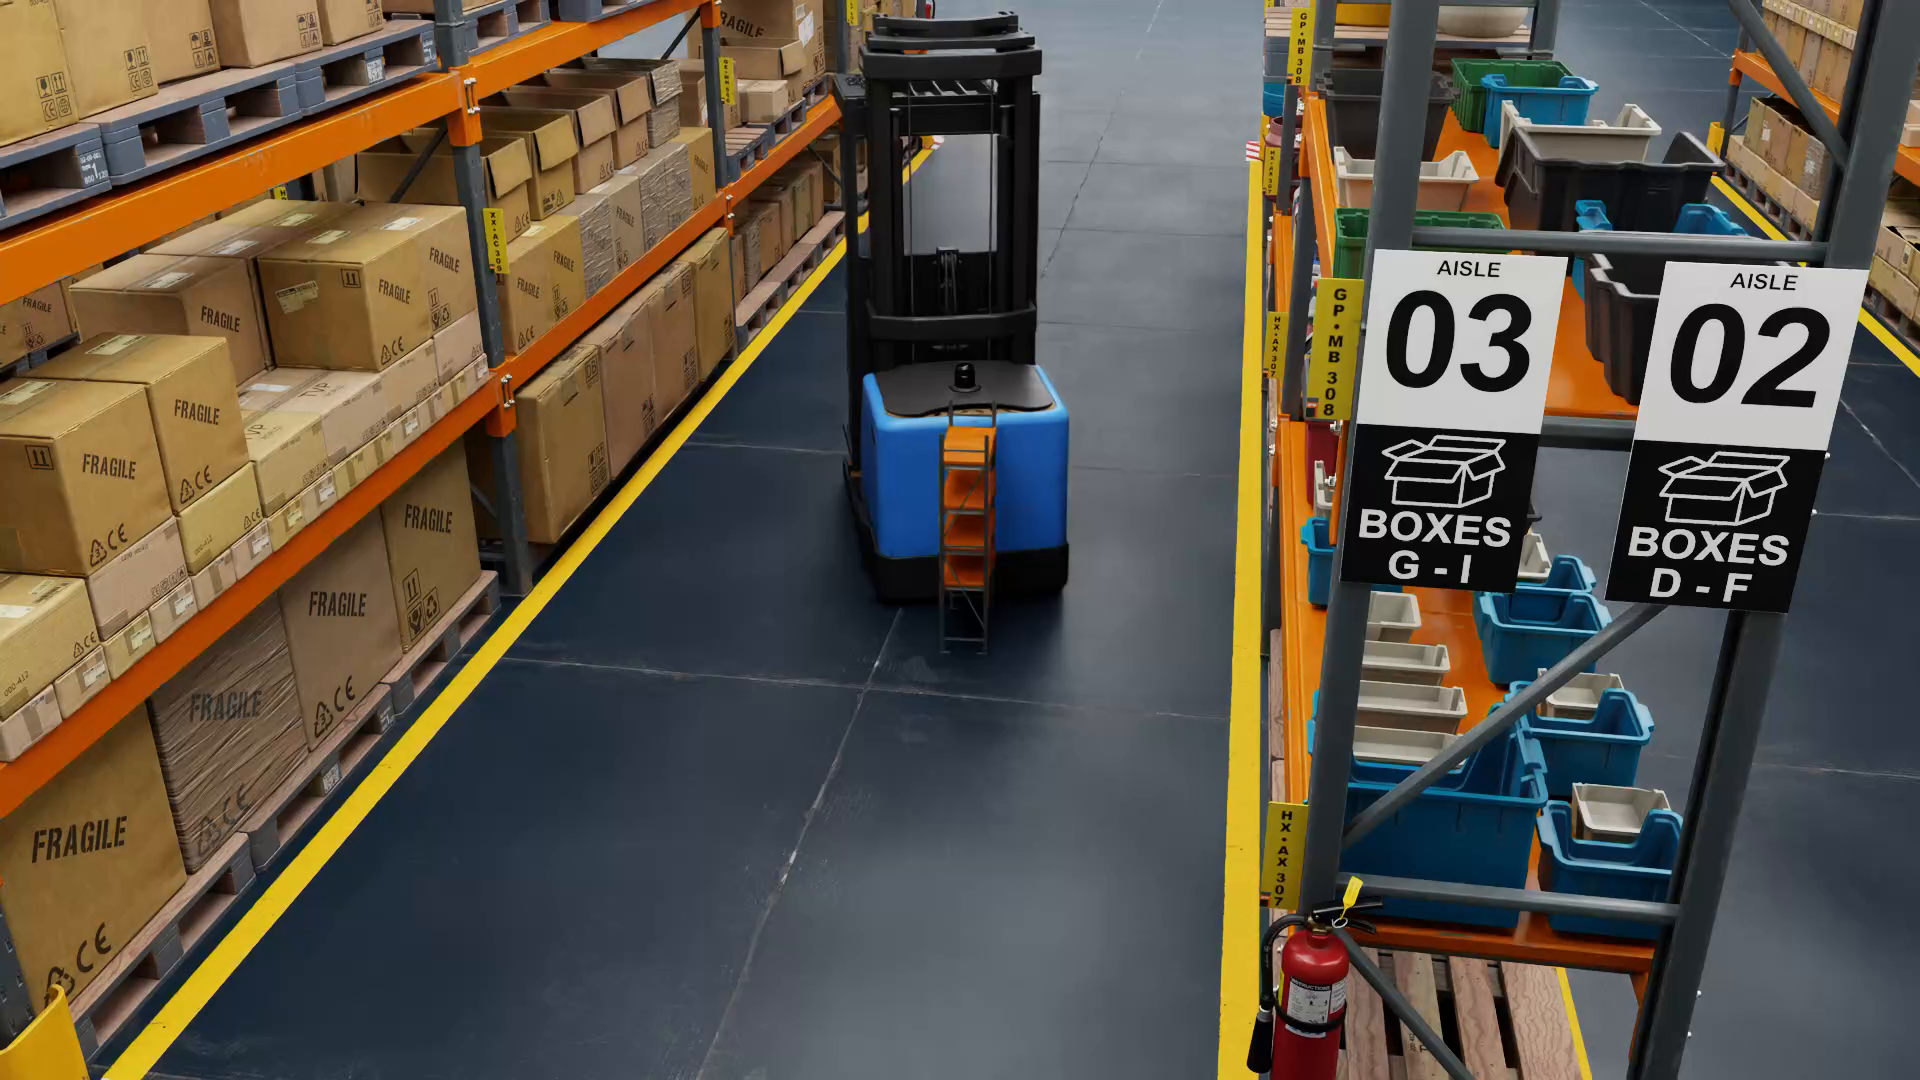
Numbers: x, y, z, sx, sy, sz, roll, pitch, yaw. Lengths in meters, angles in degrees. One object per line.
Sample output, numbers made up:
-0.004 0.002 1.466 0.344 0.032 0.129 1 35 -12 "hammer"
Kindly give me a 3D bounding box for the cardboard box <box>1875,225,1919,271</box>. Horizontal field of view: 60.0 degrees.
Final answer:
7.742 -2.371 13.365 0.500 0.311 0.500 3 25 7 "cardboard box"

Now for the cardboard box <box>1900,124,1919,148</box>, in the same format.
7.879 -3.283 13.523 0.380 0.149 0.250 4 25 9 "cardboard box"

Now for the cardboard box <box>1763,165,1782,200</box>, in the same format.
8.325 -3.535 16.513 0.500 0.250 0.500 4 25 9 "cardboard box"

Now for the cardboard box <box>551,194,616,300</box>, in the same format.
-2.369 -1.736 9.802 0.500 0.500 0.500 3 25 7 "cardboard box"

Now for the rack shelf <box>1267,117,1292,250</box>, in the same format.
3.012 -2.936 13.333 1.077 0.370 4.000 4 25 9 "rack shelf"

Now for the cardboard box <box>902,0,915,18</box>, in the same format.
-0.974 -5.849 18.239 0.875 0.500 0.500 4 25 9 "cardboard box"

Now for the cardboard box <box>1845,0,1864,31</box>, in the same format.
8.373 -4.784 14.784 0.700 0.500 0.500 4 25 8 "cardboard box"

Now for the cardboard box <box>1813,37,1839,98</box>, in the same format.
8.457 -4.416 15.527 0.700 0.500 0.500 4 25 9 "cardboard box"

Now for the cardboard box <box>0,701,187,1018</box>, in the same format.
-3.483 1.076 5.924 0.875 0.875 0.875 4 25 9 "cardboard box"

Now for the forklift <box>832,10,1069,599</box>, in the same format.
-0.141 -1.608 9.727 1.130 2.935 3.031 -4 25 -8 "forklift"

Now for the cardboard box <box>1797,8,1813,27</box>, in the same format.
8.394 -5.078 16.177 0.380 0.149 0.250 4 25 8 "cardboard box"

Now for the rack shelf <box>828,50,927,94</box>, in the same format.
-1.220 -4.952 17.640 1.077 0.370 4.000 4 25 9 "rack shelf"

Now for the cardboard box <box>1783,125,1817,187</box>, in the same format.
8.257 -3.665 15.905 0.500 0.500 0.500 4 25 9 "cardboard box"

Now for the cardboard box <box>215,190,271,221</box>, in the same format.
-6.750 -2.940 14.651 1.050 0.750 0.750 4 25 9 "cardboard box"

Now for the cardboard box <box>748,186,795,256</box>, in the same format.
-1.856 -2.821 14.669 0.700 0.500 0.500 2 25 4 "cardboard box"

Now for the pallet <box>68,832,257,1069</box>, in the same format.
-3.455 1.500 6.296 1.003 0.211 1.213 4 25 9 "pallet"

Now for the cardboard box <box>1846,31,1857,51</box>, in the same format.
8.141 -4.434 14.802 0.380 0.149 0.250 3 25 7 "cardboard box"

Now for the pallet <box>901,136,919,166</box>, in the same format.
-1.074 -4.482 19.077 1.003 0.211 1.213 4 25 9 "pallet"

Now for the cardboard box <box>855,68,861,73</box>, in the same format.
-1.162 -4.501 16.123 0.380 0.149 0.250 4 25 9 "cardboard box"

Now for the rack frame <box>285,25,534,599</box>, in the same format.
-2.855 -1.096 8.553 1.000 3.000 0.127 4 25 9 "rack frame"

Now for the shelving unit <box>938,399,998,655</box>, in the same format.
0.042 -0.064 8.472 0.258 1.200 0.503 2 25 5 "shelving unit"

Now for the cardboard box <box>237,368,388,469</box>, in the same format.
-2.833 -0.530 7.169 0.500 0.250 0.500 5 25 10 "cardboard box"

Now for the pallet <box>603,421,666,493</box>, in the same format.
-2.606 -0.672 10.938 1.003 0.211 1.213 4 25 9 "pallet"

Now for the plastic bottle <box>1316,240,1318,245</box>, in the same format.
2.069 -1.631 9.842 0.152 0.276 0.135 4 25 9 "plastic bottle"

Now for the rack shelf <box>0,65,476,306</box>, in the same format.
-3.182 -1.292 6.282 1.077 0.370 4.000 4 25 9 "rack shelf"

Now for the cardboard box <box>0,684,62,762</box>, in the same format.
-3.125 0.565 5.300 0.380 0.149 0.250 4 25 9 "cardboard box"

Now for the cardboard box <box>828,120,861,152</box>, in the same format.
-1.332 -4.169 17.572 0.500 0.500 0.500 2 25 4 "cardboard box"

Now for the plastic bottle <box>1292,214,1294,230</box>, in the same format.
2.234 -2.090 10.910 0.097 0.201 0.097 0 25 0 "plastic bottle"

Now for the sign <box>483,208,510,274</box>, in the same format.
-2.307 -1.486 8.271 0.100 0.325 0.005 4 25 9 "sign"

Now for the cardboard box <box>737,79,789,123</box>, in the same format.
-1.700 -3.576 13.533 0.500 0.250 0.500 3 25 7 "cardboard box"

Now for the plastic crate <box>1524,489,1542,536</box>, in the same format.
2.114 -0.168 6.825 0.437 0.125 0.590 4 25 9 "plastic crate"

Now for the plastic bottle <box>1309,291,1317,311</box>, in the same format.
1.859 -1.137 8.700 0.144 0.351 0.185 4 25 9 "plastic bottle"

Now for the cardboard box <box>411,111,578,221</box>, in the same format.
-2.635 -2.149 9.502 0.797 0.503 0.637 4 25 9 "cardboard box"

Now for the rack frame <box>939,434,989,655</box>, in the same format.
0.020 0.039 8.252 0.240 1.200 0.015 2 25 5 "rack frame"

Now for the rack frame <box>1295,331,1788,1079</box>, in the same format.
1.378 0.920 4.245 1.000 3.000 0.127 4 25 9 "rack frame"

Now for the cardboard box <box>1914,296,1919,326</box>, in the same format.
7.583 -1.688 12.567 0.500 0.250 0.500 5 25 10 "cardboard box"

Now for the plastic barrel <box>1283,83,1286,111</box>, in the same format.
2.966 -3.775 14.116 0.433 0.535 0.433 0 25 0 "plastic barrel"

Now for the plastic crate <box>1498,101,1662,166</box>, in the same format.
2.045 -1.290 5.569 0.437 0.282 0.530 4 25 9 "plastic crate"

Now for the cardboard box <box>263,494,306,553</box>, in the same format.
-2.875 -0.078 6.675 0.380 0.149 0.250 3 25 7 "cardboard box"

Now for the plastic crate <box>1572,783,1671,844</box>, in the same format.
1.877 0.804 4.735 0.250 0.136 0.298 4 25 9 "plastic crate"

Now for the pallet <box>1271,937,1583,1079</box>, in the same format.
1.551 1.841 5.568 1.003 0.211 1.213 4 25 9 "pallet"

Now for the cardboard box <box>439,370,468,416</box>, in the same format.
-2.623 -0.724 8.054 0.380 0.149 0.250 5 25 10 "cardboard box"

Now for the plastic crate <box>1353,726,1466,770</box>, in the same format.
1.333 0.659 5.044 0.396 0.136 0.243 4 25 9 "plastic crate"

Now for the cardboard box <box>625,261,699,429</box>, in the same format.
-2.488 -1.337 11.079 1.225 0.875 0.875 4 25 9 "cardboard box"

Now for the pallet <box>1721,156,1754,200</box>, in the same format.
8.795 -3.841 17.707 1.003 0.211 1.213 4 25 9 "pallet"

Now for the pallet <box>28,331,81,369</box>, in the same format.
-7.207 -1.565 12.844 1.003 0.211 1.213 4 25 9 "pallet"

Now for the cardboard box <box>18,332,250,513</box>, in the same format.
-3.003 -0.437 6.088 0.500 0.500 0.500 3 25 7 "cardboard box"

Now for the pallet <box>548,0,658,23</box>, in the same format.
-2.434 -3.301 9.948 1.003 0.211 1.213 5 26 11 "pallet"

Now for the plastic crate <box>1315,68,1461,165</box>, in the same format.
1.558 -1.551 6.142 0.497 0.269 0.590 4 25 9 "plastic crate"

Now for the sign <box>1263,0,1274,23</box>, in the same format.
3.451 -5.937 18.568 0.100 0.325 0.005 4 25 9 "sign"
